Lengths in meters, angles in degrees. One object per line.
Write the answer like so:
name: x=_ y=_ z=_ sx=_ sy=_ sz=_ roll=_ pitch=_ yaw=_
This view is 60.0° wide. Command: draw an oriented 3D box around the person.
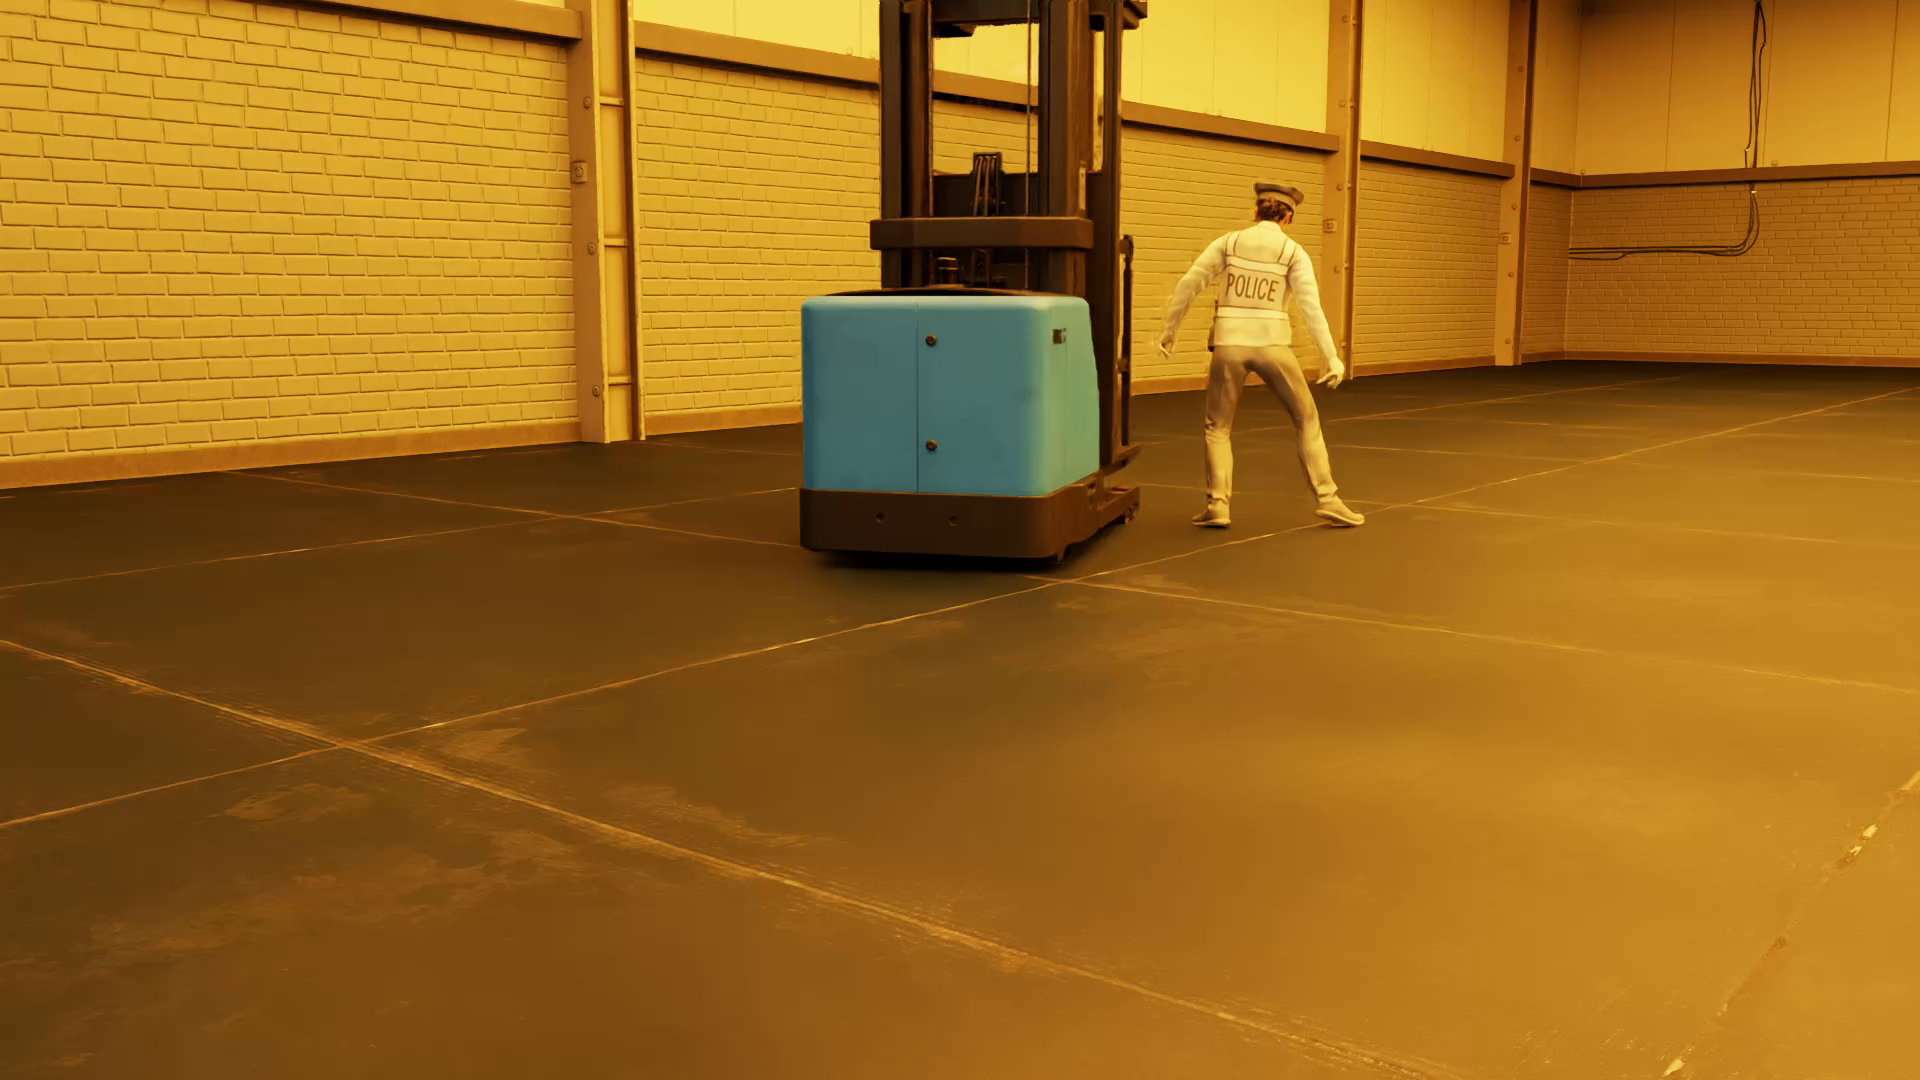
person: x=1.420 y=-0.862 z=7.823 sx=0.988 sy=1.618 sz=0.462 roll=2 pitch=9 yaw=16

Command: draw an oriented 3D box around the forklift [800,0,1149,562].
forklift: x=0.255 y=-1.536 z=7.777 sx=1.130 sy=2.935 sz=3.031 roll=2 pitch=9 yaw=16
